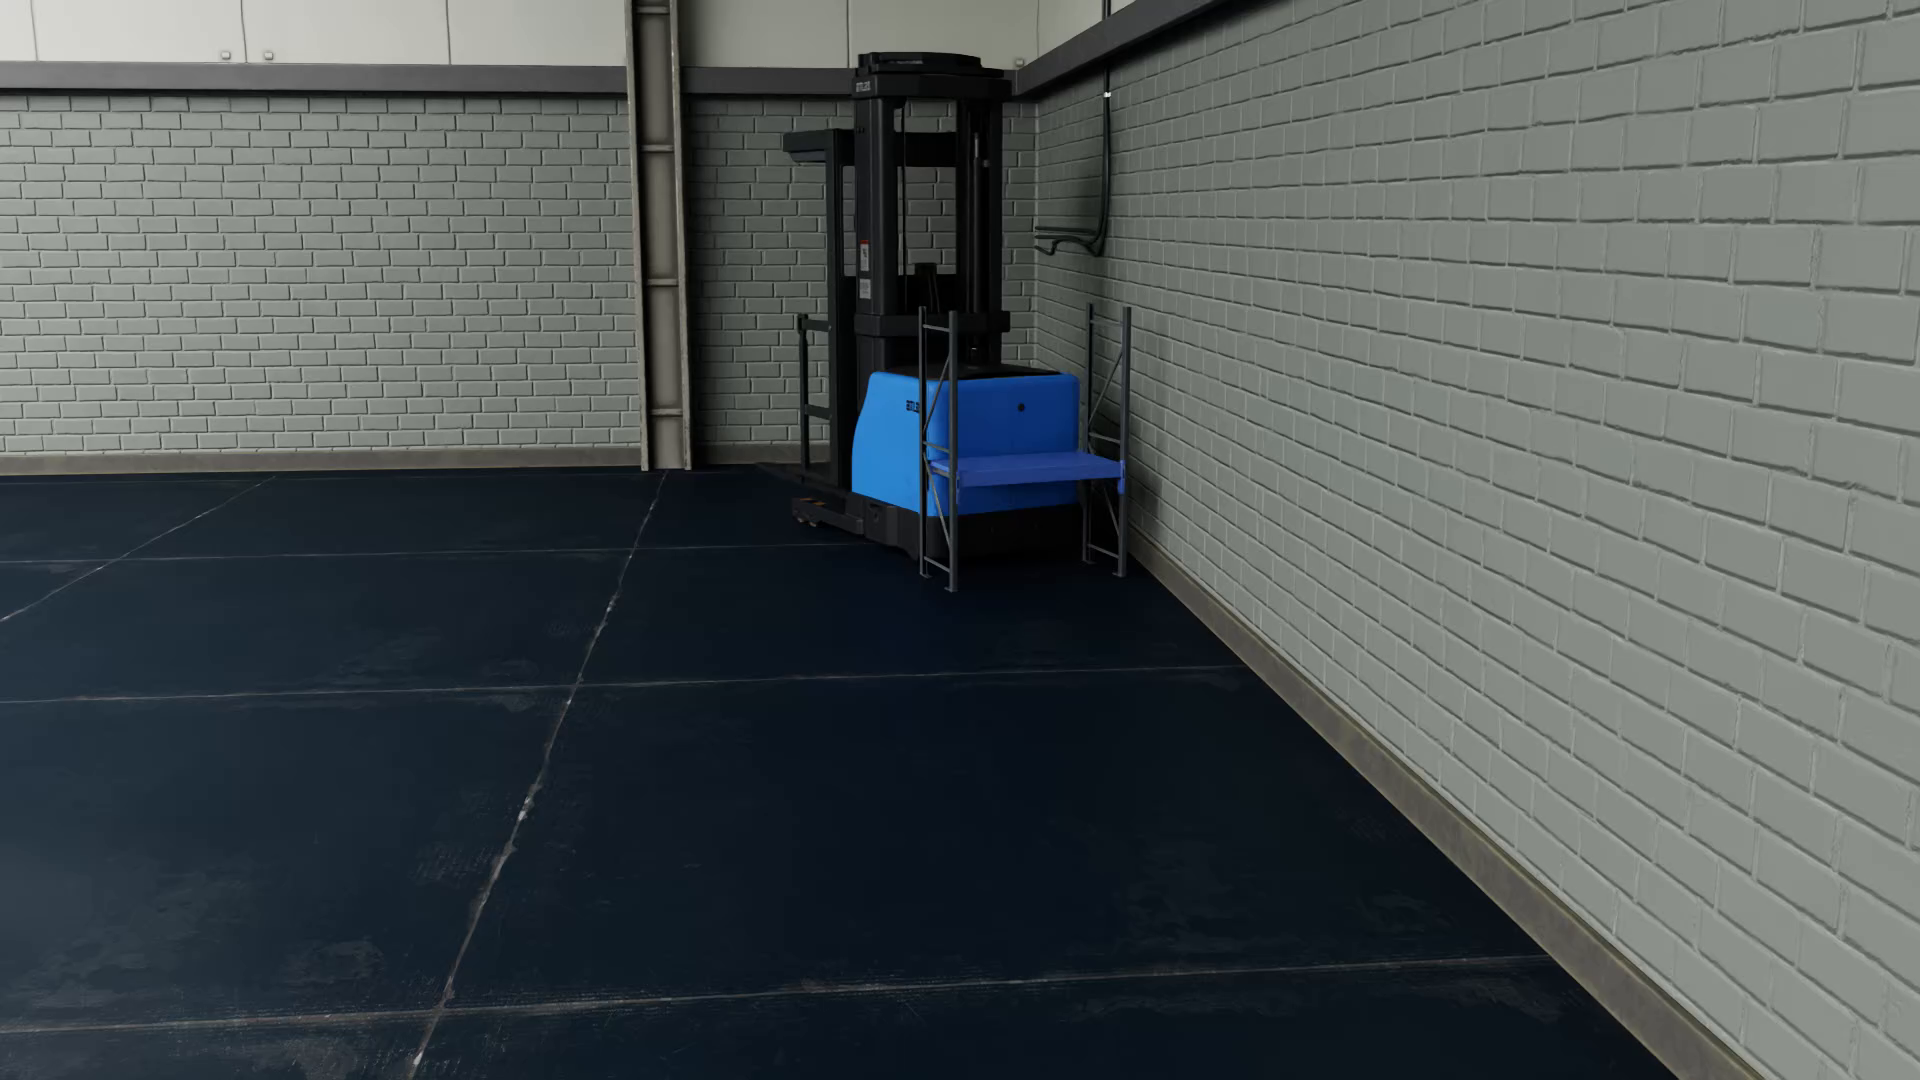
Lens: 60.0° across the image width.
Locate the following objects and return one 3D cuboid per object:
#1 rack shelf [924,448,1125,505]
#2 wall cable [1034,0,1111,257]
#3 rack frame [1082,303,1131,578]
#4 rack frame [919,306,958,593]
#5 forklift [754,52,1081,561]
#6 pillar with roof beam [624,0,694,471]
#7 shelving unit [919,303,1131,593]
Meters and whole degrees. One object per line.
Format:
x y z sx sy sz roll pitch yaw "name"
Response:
0.352 -0.358 9.235 1.000 0.185 0.538 -4 12 -21 "rack shelf"
0.731 -3.283 11.791 0.112 2.526 3.097 -1 11 -6 "wall cable"
0.824 -0.571 9.386 0.032 1.500 0.500 -4 12 -21 "rack frame"
-0.120 -0.498 9.015 0.032 1.500 0.500 -4 12 -21 "rack frame"
-0.450 -1.558 10.694 1.130 2.935 3.031 -6 13 -29 "forklift"
-1.876 -4.174 8.270 0.400 9.000 9.100 -1 11 -6 "pillar with roof beam"
0.352 -0.535 9.201 1.048 1.500 0.538 -4 12 -21 "shelving unit"
